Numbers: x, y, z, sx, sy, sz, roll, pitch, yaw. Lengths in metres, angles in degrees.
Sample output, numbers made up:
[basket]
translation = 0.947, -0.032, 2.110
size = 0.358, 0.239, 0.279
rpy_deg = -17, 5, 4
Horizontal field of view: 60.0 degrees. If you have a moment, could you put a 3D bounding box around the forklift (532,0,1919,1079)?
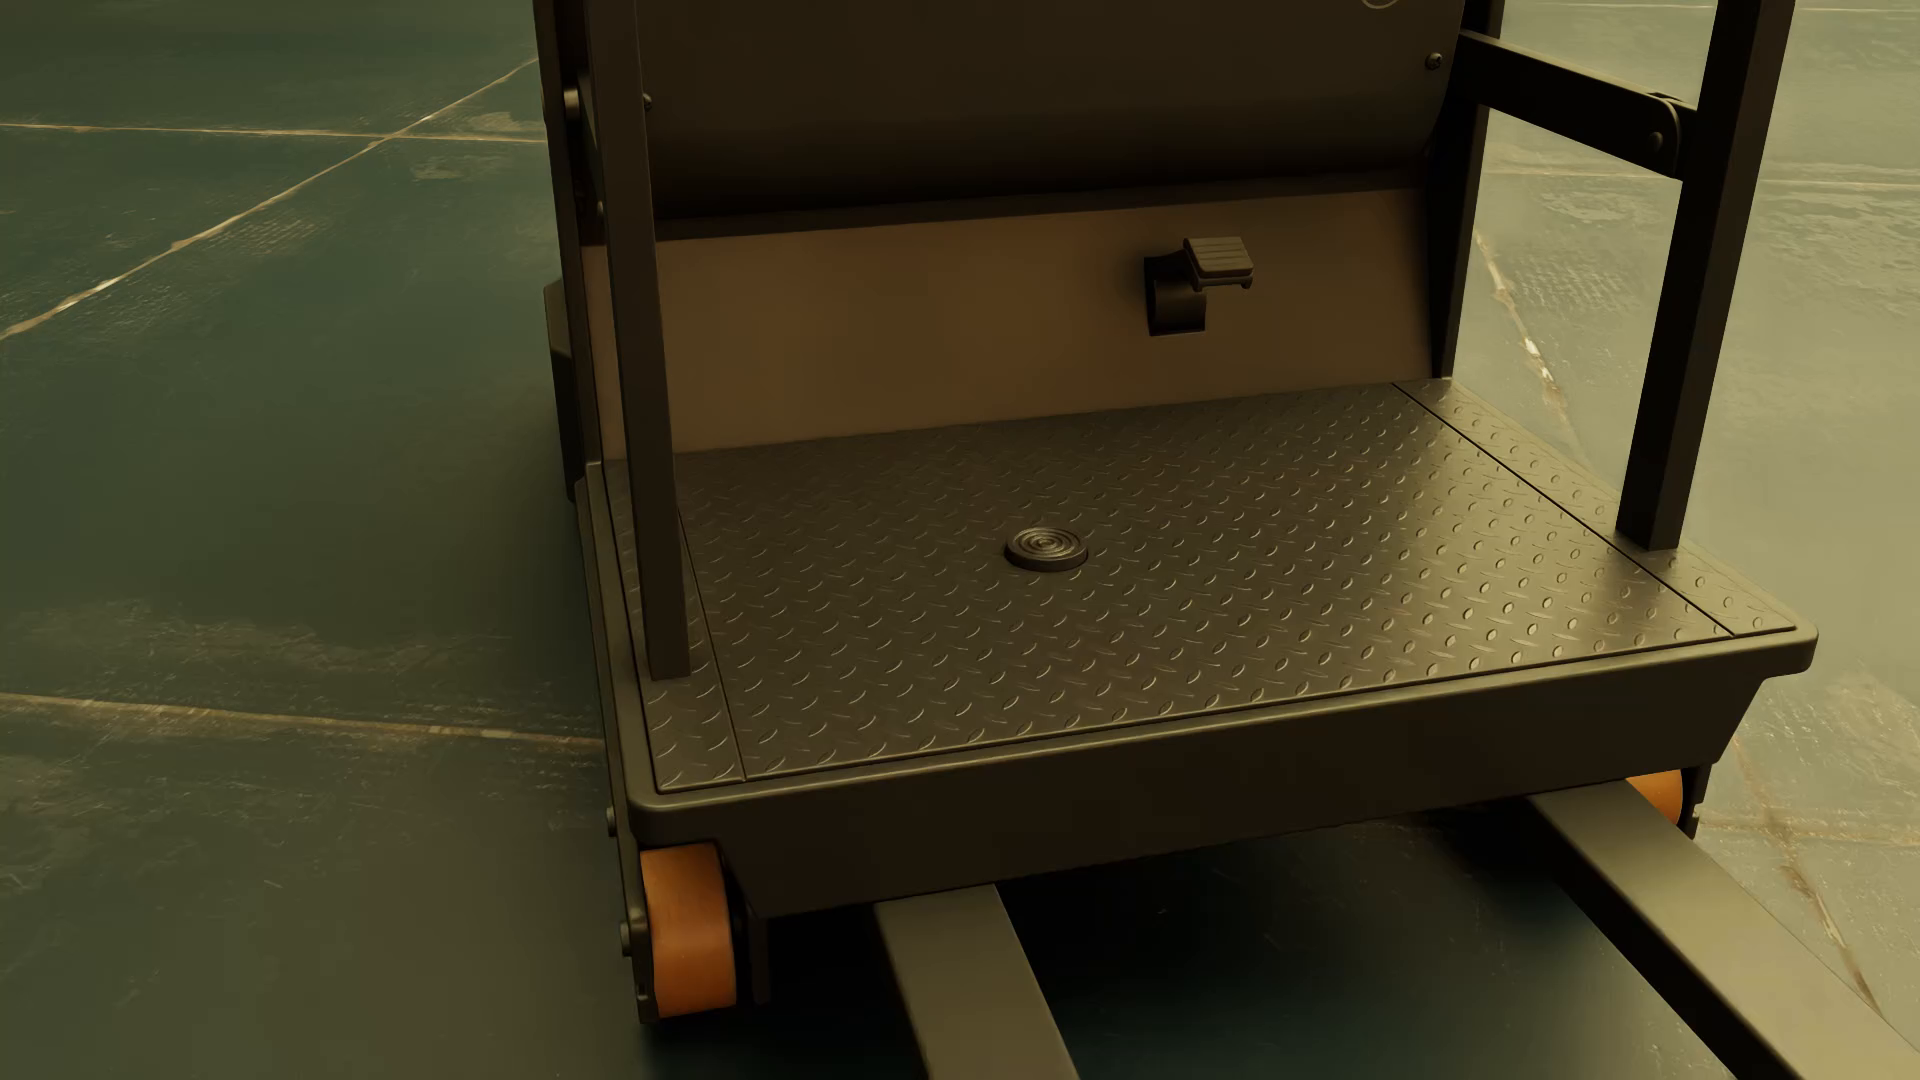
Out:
[forklift]
translation = 0.153, -1.049, 1.319
size = 1.130, 2.935, 3.031
rpy_deg = -7, 27, -13
